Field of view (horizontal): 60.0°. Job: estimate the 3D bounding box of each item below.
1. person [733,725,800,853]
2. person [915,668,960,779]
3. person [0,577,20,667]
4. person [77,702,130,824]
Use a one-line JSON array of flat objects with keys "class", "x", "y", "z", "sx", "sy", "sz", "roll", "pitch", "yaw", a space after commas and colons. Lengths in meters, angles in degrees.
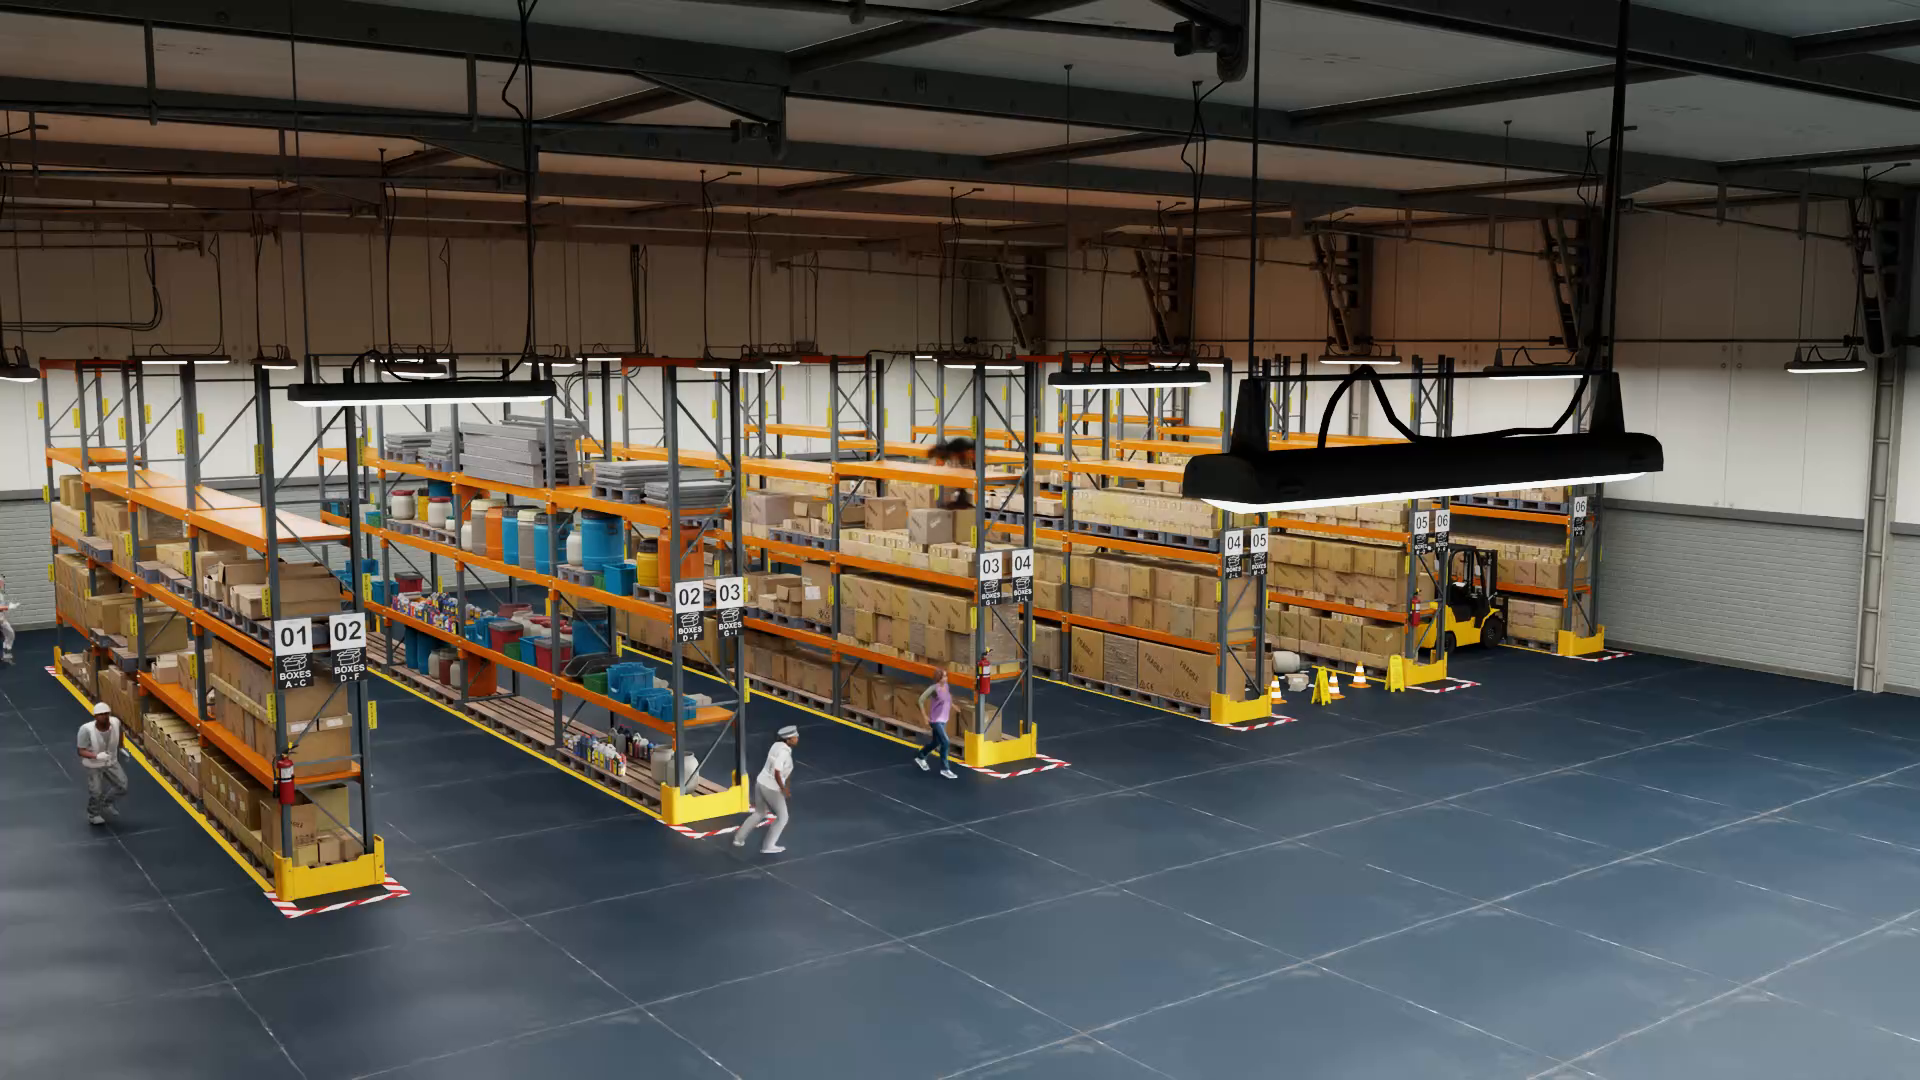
[{"class": "person", "x": -2.395, "y": 3.089, "z": 20.586, "sx": 0.797, "sy": 1.586, "sz": 0.608, "roll": -3, "pitch": 8, "yaw": -26}, {"class": "person", "x": -0.360, "y": 2.639, "z": 24.194, "sx": 0.767, "sy": 1.587, "sz": 0.553, "roll": 4, "pitch": 8, "yaw": 31}, {"class": "person", "x": -18.643, "y": 1.585, "z": 32.159, "sx": 0.862, "sy": 1.842, "sz": 0.651, "roll": -3, "pitch": 7, "yaw": -23}, {"class": "person", "x": -11.116, "y": 2.911, "z": 21.628, "sx": 0.823, "sy": 1.674, "sz": 0.718, "roll": 5, "pitch": 9, "yaw": 38}]
